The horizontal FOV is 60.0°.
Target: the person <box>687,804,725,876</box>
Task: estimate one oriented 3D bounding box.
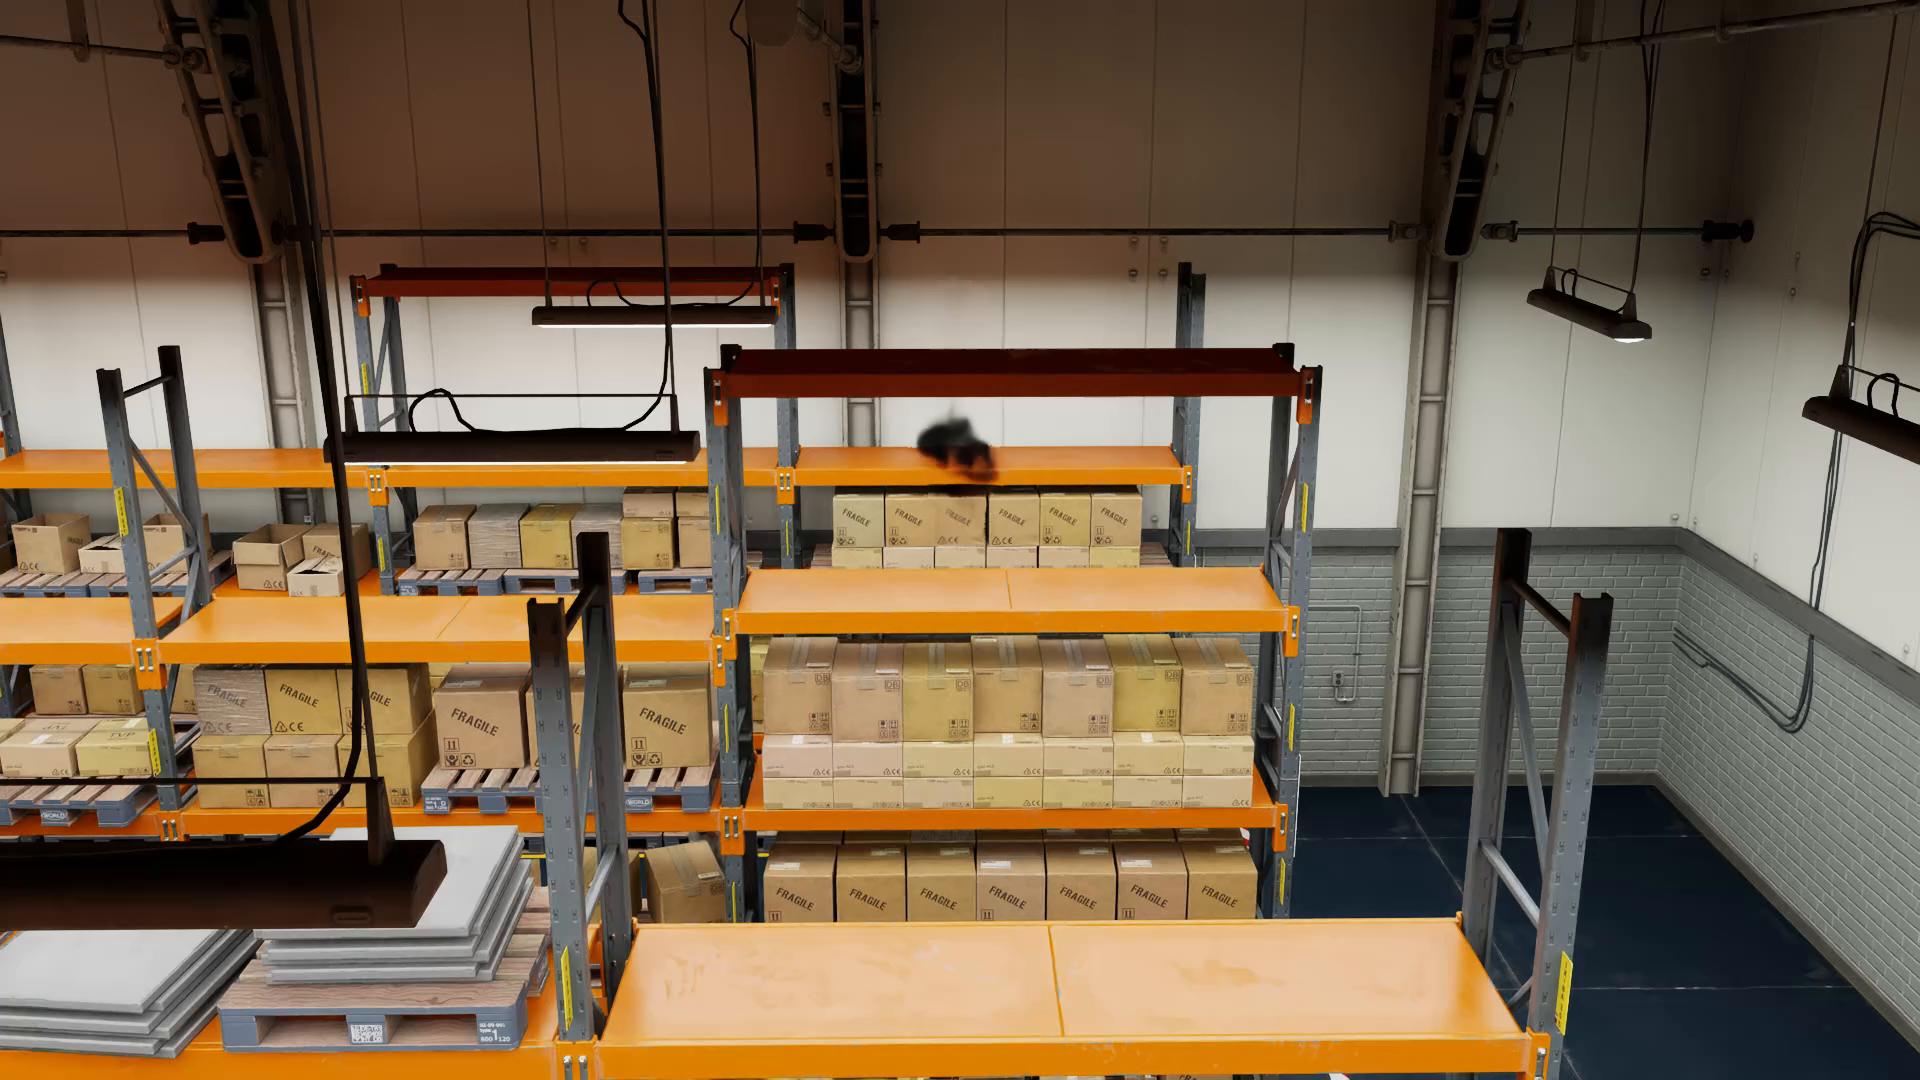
[{"bbox_3d":[-2.360,2.660,15.326,0.780,1.891,0.678,-2,16,-6],"label":"person"}]
